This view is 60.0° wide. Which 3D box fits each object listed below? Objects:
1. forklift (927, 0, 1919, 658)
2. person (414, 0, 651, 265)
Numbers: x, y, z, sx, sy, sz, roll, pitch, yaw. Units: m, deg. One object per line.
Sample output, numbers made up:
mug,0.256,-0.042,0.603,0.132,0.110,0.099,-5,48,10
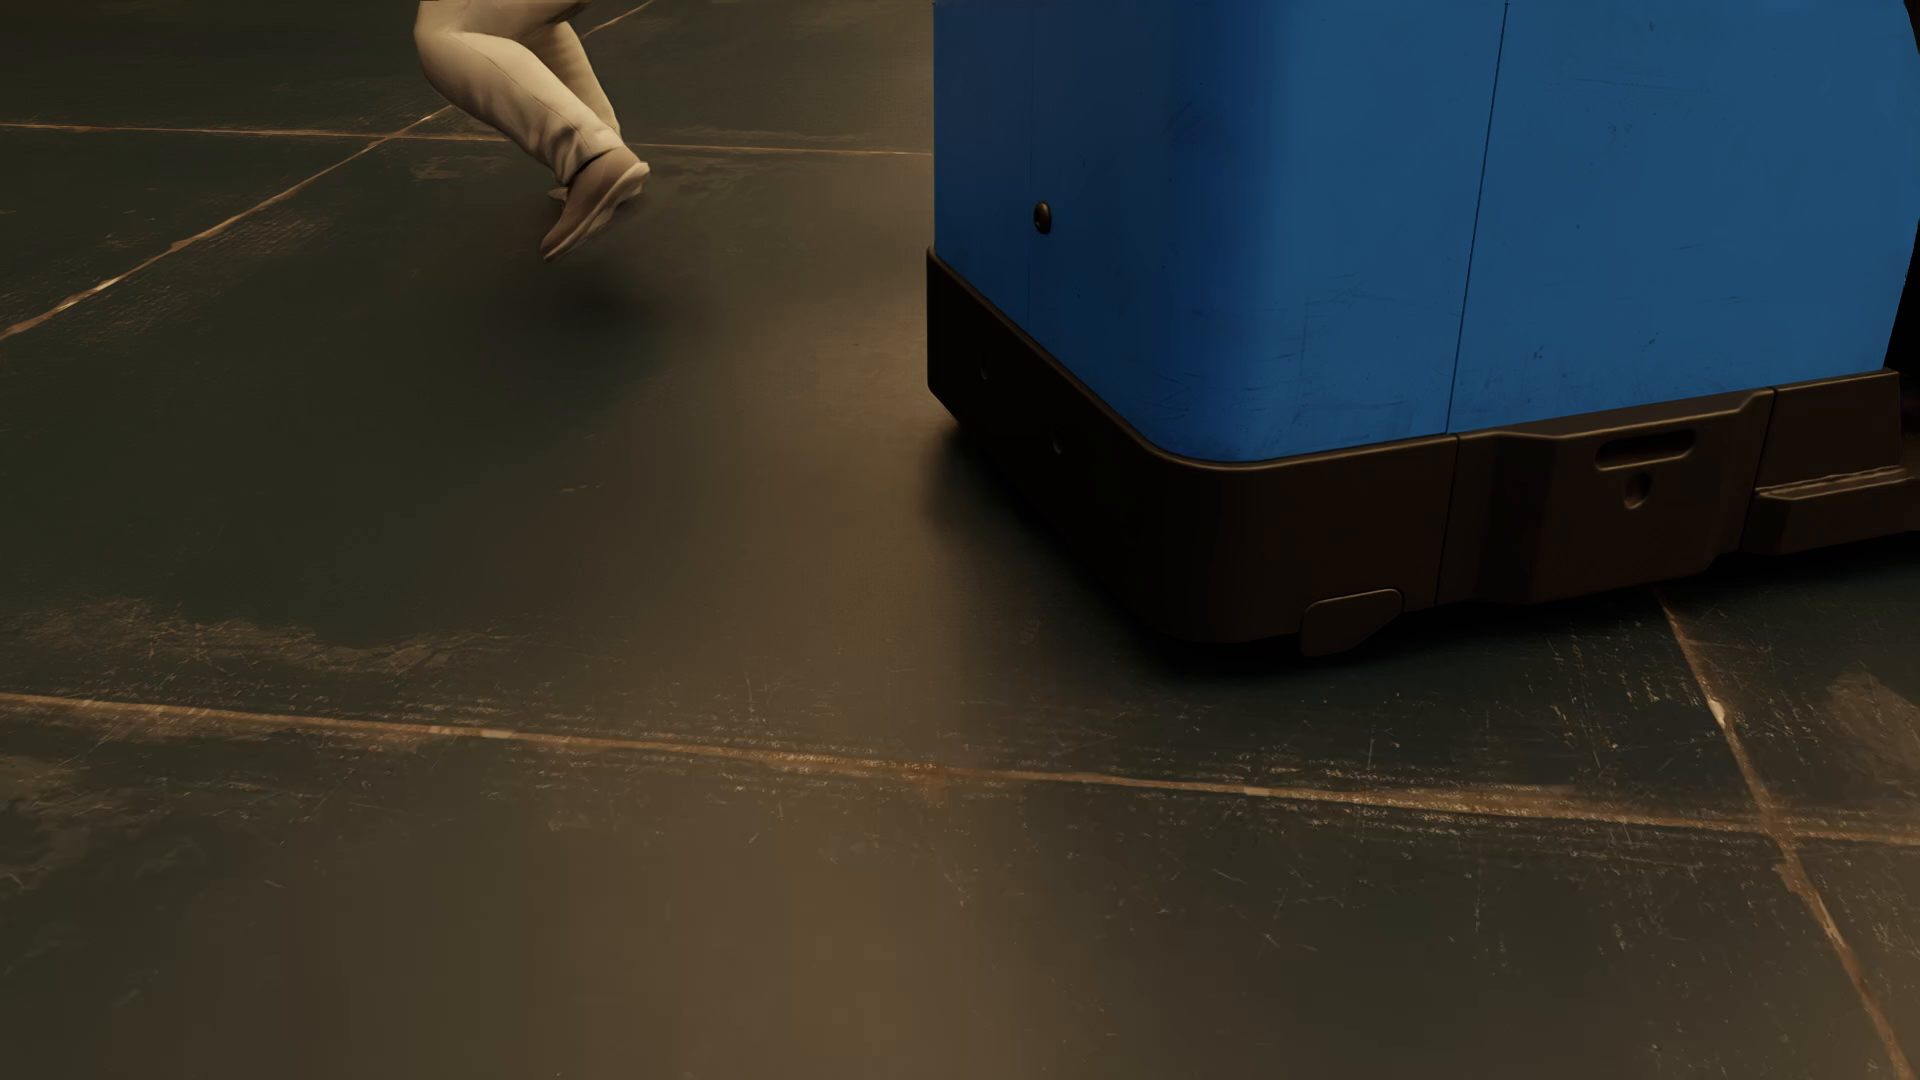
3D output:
forklift,1.518,-1.546,2.315,3.031,2.935,1.130,-9,28,-17
person,-0.894,-1.448,3.679,0.487,1.641,1.141,1,27,2
